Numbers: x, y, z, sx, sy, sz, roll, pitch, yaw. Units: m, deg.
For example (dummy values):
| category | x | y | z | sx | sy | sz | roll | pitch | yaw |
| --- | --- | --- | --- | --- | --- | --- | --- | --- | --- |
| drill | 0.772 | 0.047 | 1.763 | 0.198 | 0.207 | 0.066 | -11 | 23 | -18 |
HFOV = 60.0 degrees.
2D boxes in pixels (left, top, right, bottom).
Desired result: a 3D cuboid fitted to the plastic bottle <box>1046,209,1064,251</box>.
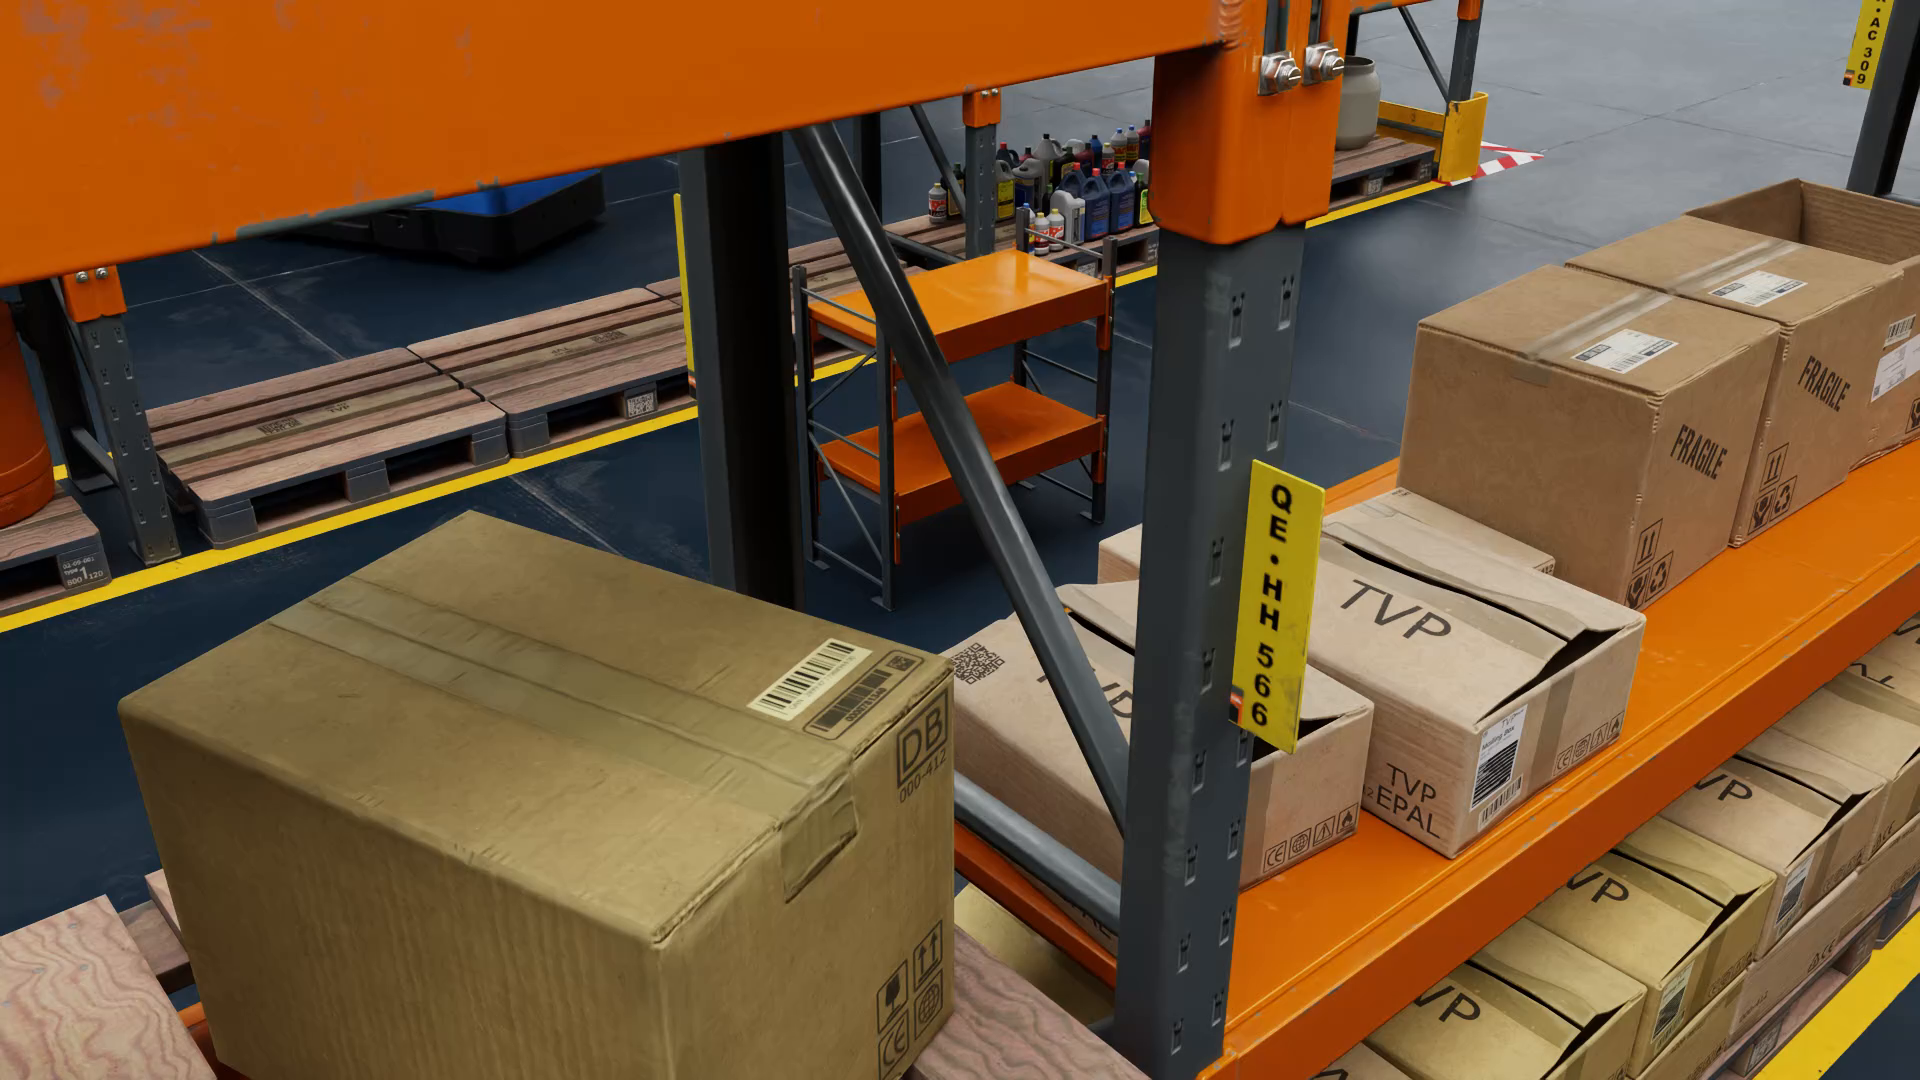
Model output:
| category | x | y | z | sx | sy | sz | roll | pitch | yaw |
| --- | --- | --- | --- | --- | --- | --- | --- | --- | --- |
| plastic bottle | 0.487 | -1.604 | 8.571 | 0.097 | 0.201 | 0.097 | 0 | 28 | 0 |

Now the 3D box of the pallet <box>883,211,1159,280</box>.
| category | x | y | z | sx | sy | sz | roll | pitch | yaw |
| --- | --- | --- | --- | --- | --- | --- | --- | --- | --- |
| pallet | 0.344 | -1.602 | 9.024 | 1.213 | 0.211 | 1.003 | -22 | 35 | -35 |

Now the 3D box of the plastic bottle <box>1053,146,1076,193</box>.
| category | x | y | z | sx | sy | sz | roll | pitch | yaw |
| --- | --- | --- | --- | --- | --- | --- | --- | --- | --- |
| plastic bottle | 0.586 | -2.066 | 9.350 | 0.133 | 0.283 | 0.061 | -22 | 35 | -35 |

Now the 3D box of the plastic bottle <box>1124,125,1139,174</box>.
| category | x | y | z | sx | sy | sz | roll | pitch | yaw |
| --- | --- | --- | --- | --- | --- | --- | --- | --- | --- |
| plastic bottle | 1.006 | -2.308 | 9.814 | 0.097 | 0.271 | 0.097 | 0 | 28 | 0 |

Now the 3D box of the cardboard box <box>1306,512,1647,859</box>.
| category | x | y | z | sx | sy | sz | roll | pitch | yaw |
| --- | --- | --- | --- | --- | --- | --- | --- | --- | --- |
| cardboard box | 0.781 | 0.195 | 2.798 | 0.500 | 0.311 | 0.500 | -22 | 35 | -35 |

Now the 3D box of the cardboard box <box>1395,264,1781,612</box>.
| category | x | y | z | sx | sy | sz | roll | pitch | yaw |
| --- | --- | --- | --- | --- | --- | --- | --- | --- | --- |
| cardboard box | 1.241 | -0.204 | 3.343 | 0.500 | 0.500 | 0.500 | -24 | 36 | -37 |

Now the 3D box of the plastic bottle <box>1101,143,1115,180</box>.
| category | x | y | z | sx | sy | sz | roll | pitch | yaw |
| --- | --- | --- | --- | --- | --- | --- | --- | --- | --- |
| plastic bottle | 0.855 | -2.216 | 9.717 | 0.097 | 0.201 | 0.097 | 0 | 28 | 0 |

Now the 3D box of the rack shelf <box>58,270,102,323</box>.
| category | x | y | z | sx | sy | sz | roll | pitch | yaw |
| --- | --- | --- | --- | --- | --- | --- | --- | --- | --- |
| rack shelf | -4.759 | -0.489 | 4.745 | 4.000 | 0.370 | 1.077 | -22 | 35 | -35 |

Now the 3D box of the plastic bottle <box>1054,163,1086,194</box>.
| category | x | y | z | sx | sy | sz | roll | pitch | yaw |
| --- | --- | --- | --- | --- | --- | --- | --- | --- | --- |
| plastic bottle | 0.596 | -1.817 | 8.811 | 0.185 | 0.351 | 0.144 | -22 | 35 | -35 |

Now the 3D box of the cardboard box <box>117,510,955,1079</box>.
| category | x | y | z | sx | sy | sz | roll | pitch | yaw |
| --- | --- | --- | --- | --- | --- | --- | --- | --- | --- |
| cardboard box | -0.431 | 0.363 | 1.836 | 0.700 | 0.500 | 0.500 | 15 | 32 | 26 |

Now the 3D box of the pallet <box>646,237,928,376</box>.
| category | x | y | z | sx | sy | sz | roll | pitch | yaw |
| --- | --- | --- | --- | --- | --- | --- | --- | --- | --- |
| pallet | -0.767 | -1.157 | 8.192 | 1.213 | 0.211 | 1.003 | -22 | 35 | -35 |

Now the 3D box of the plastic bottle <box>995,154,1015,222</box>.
| category | x | y | z | sx | sy | sz | roll | pitch | yaw |
| --- | --- | --- | --- | --- | --- | --- | --- | --- | --- |
| plastic bottle | 0.202 | -1.916 | 8.996 | 0.185 | 0.351 | 0.144 | -22 | 35 | -35 |

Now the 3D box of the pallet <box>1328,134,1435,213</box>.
| category | x | y | z | sx | sy | sz | roll | pitch | yaw |
| --- | --- | --- | --- | --- | --- | --- | --- | --- | --- |
| pallet | 2.200 | -2.349 | 10.421 | 1.213 | 0.211 | 1.003 | -22 | 35 | -35 |

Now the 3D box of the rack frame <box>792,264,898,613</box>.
| category | x | y | z | sx | sy | sz | roll | pitch | yaw |
| --- | --- | --- | --- | --- | --- | --- | --- | --- | --- |
| rack frame | -0.392 | -0.339 | 5.690 | 0.032 | 1.125 | 0.500 | -22 | 35 | -35 |

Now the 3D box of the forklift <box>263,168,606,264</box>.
| category | x | y | z | sx | sy | sz | roll | pitch | yaw |
| --- | --- | --- | --- | --- | --- | --- | --- | --- | --- |
| forklift | -3.632 | -3.214 | 9.154 | 3.031 | 2.935 | 1.130 | 11 | 30 | 19 |

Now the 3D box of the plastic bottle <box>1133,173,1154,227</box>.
| category | x | y | z | sx | sy | sz | roll | pitch | yaw |
| --- | --- | --- | --- | --- | --- | --- | --- | --- | --- |
| plastic bottle | 0.985 | -1.829 | 8.905 | 0.133 | 0.283 | 0.061 | -20 | 34 | -33 |

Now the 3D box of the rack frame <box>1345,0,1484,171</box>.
| category | x | y | z | sx | sy | sz | roll | pitch | yaw |
| --- | --- | --- | --- | --- | --- | --- | --- | --- | --- |
| rack frame | 2.849 | -3.865 | 10.300 | 0.127 | 3.000 | 1.000 | -22 | 35 | -35 |

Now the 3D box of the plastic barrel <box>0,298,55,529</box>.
| category | x | y | z | sx | sy | sz | roll | pitch | yaw |
| --- | --- | --- | --- | --- | --- | --- | --- | --- | --- |
| plastic barrel | -3.598 | -0.490 | 5.842 | 0.708 | 0.830 | 0.600 | -22 | 35 | -35 |

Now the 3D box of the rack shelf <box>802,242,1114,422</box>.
| category | x | y | z | sx | sy | sz | roll | pitch | yaw |
| --- | --- | --- | --- | --- | --- | --- | --- | --- | --- |
| rack shelf | -0.005 | -0.752 | 5.843 | 1.000 | 0.278 | 0.538 | -22 | 35 | -35 |

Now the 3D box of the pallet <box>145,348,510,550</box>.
| category | x | y | z | sx | sy | sz | roll | pitch | yaw |
| --- | --- | --- | --- | --- | --- | --- | --- | --- | --- |
| pallet | -2.623 | -0.411 | 6.795 | 1.213 | 0.211 | 1.003 | -22 | 35 | -35 |

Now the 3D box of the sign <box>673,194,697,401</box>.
| category | x | y | z | sx | sy | sz | roll | pitch | yaw |
| --- | --- | --- | --- | --- | --- | --- | --- | --- | --- |
| sign | -0.388 | -0.349 | 2.493 | 0.005 | 0.325 | 0.100 | -22 | 35 | -35 |

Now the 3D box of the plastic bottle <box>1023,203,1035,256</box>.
| category | x | y | z | sx | sy | sz | roll | pitch | yaw |
| --- | --- | --- | --- | --- | --- | --- | --- | --- | --- |
| plastic bottle | 0.333 | -1.573 | 8.438 | 0.097 | 0.271 | 0.097 | 0 | 28 | 0 |

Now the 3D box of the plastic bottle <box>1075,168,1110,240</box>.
| category | x | y | z | sx | sy | sz | roll | pitch | yaw |
| --- | --- | --- | --- | --- | --- | --- | --- | --- | --- |
| plastic bottle | 0.689 | -1.765 | 8.715 | 0.185 | 0.351 | 0.144 | -21 | 34 | -34 |

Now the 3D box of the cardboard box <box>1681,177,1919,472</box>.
| category | x | y | z | sx | sy | sz | roll | pitch | yaw |
| --- | --- | --- | --- | --- | --- | --- | --- | --- | --- |
| cardboard box | 2.022 | -0.518 | 3.931 | 0.500 | 0.500 | 0.500 | -19 | 34 | -31 |

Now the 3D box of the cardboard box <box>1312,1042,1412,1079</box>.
| category | x | y | z | sx | sy | sz | roll | pitch | yaw |
| --- | --- | --- | --- | --- | --- | --- | --- | --- | --- |
| cardboard box | 0.564 | 1.085 | 2.915 | 0.500 | 0.311 | 0.500 | -21 | 34 | -33 |

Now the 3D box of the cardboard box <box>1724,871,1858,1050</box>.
| category | x | y | z | sx | sy | sz | roll | pitch | yaw |
| --- | --- | --- | --- | --- | --- | --- | --- | --- | --- |
| cardboard box | 1.728 | 0.860 | 3.930 | 0.500 | 0.250 | 0.500 | -21 | 35 | -34 |

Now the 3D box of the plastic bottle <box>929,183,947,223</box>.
| category | x | y | z | sx | sy | sz | roll | pitch | yaw |
| --- | --- | --- | --- | --- | --- | --- | --- | --- | --- |
| plastic bottle | -0.121 | -1.824 | 8.983 | 0.097 | 0.201 | 0.097 | 0 | 28 | 0 |

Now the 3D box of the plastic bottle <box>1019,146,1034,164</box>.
| category | x | y | z | sx | sy | sz | roll | pitch | yaw |
| --- | --- | --- | --- | --- | --- | --- | --- | --- | --- |
| plastic bottle | 0.351 | -2.061 | 9.340 | 0.133 | 0.283 | 0.061 | -19 | 34 | -32 |

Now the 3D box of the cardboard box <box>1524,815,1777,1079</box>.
| category | x | y | z | sx | sy | sz | roll | pitch | yaw |
| --- | --- | --- | --- | --- | --- | --- | --- | --- | --- |
| cardboard box | 1.347 | 0.766 | 3.511 | 0.500 | 0.311 | 0.500 | -23 | 36 | -36 |

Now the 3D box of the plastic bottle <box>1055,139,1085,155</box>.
| category | x | y | z | sx | sy | sz | roll | pitch | yaw |
| --- | --- | --- | --- | --- | --- | --- | --- | --- | --- |
| plastic bottle | 0.626 | -2.140 | 9.496 | 0.135 | 0.276 | 0.152 | -21 | 35 | -34 |

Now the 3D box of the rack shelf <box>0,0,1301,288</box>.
| category | x | y | z | sx | sy | sz | roll | pitch | yaw |
| --- | --- | --- | --- | --- | --- | --- | --- | --- | --- |
| rack shelf | -1.547 | -0.034 | 0.713 | 4.000 | 0.370 | 1.077 | -22 | 35 | -35 |

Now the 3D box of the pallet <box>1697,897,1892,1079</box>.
| category | x | y | z | sx | sy | sz | roll | pitch | yaw |
| --- | --- | --- | --- | --- | --- | --- | --- | --- | --- |
| pallet | 1.554 | 0.980 | 4.192 | 1.213 | 0.211 | 1.003 | -22 | 35 | -35 |

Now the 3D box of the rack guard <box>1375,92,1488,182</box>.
| category | x | y | z | sx | sy | sz | roll | pitch | yaw |
| --- | --- | --- | --- | --- | --- | --- | --- | --- | --- |
| rack guard | 2.821 | -2.723 | 10.814 | 0.348 | 0.500 | 1.175 | -22 | 35 | -35 |

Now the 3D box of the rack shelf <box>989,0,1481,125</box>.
| category | x | y | z | sx | sy | sz | roll | pitch | yaw |
| --- | --- | --- | --- | --- | --- | --- | --- | --- | --- |
| rack shelf | 1.327 | -2.936 | 9.325 | 4.000 | 0.370 | 1.077 | -22 | 35 | -35 |

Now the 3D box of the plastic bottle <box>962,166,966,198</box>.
| category | x | y | z | sx | sy | sz | roll | pitch | yaw |
| --- | --- | --- | --- | --- | --- | --- | --- | --- | --- |
| plastic bottle | 0.109 | -1.968 | 9.093 | 0.185 | 0.351 | 0.144 | -23 | 36 | -36 |

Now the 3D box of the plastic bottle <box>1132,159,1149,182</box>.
| category | x | y | z | sx | sy | sz | roll | pitch | yaw |
| --- | --- | --- | --- | --- | --- | --- | --- | --- | --- |
| plastic bottle | 1.041 | -1.966 | 9.169 | 0.135 | 0.276 | 0.152 | -22 | 35 | -35 |

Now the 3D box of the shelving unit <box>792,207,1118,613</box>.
| category | x | y | z | sx | sy | sz | roll | pitch | yaw |
| --- | --- | --- | --- | --- | --- | --- | --- | --- | --- |
| shelving unit | -0.005 | -0.494 | 5.981 | 1.048 | 1.125 | 0.538 | -22 | 35 | -35 |

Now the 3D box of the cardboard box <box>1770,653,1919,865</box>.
| category | x | y | z | sx | sy | sz | roll | pitch | yaw |
| --- | --- | --- | --- | --- | --- | --- | --- | --- | --- |
| cardboard box | 2.123 | 0.456 | 4.091 | 0.500 | 0.311 | 0.500 | -22 | 35 | -35 |

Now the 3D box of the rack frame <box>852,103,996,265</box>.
| category | x | y | z | sx | sy | sz | roll | pitch | yaw |
| --- | --- | --- | --- | --- | --- | --- | --- | --- | --- |
| rack frame | -0.194 | -2.641 | 8.010 | 0.127 | 3.000 | 1.000 | -22 | 35 | -35 |

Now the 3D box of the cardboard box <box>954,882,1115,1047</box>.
| category | x | y | z | sx | sy | sz | roll | pitch | yaw |
| --- | --- | --- | --- | --- | --- | --- | --- | --- | --- |
| cardboard box | 0.213 | 0.891 | 3.277 | 0.500 | 0.311 | 0.500 | -21 | 34 | -34 |
